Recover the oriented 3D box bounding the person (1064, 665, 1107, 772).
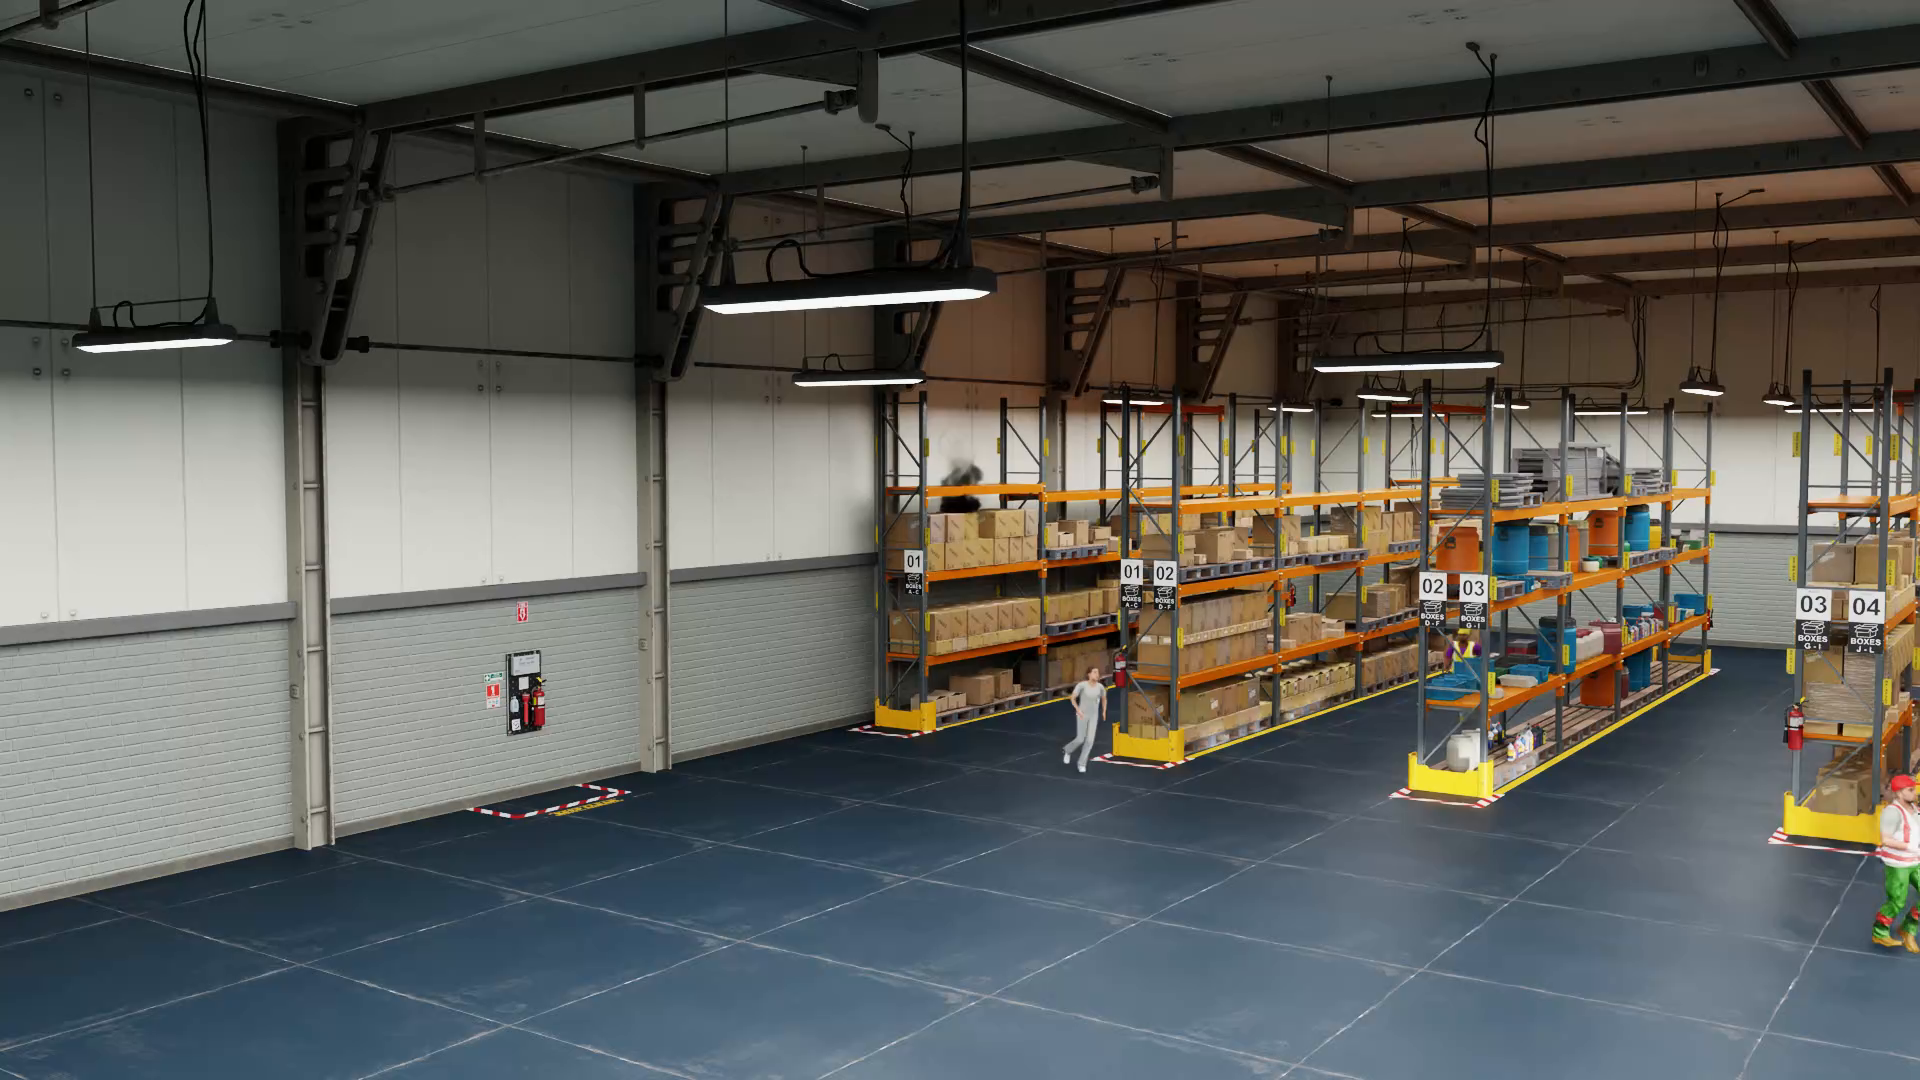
[{"bbox_3d":[1.997,2.752,25.880,0.634,1.623,0.680,-1,3,-20],"label":"person"}]

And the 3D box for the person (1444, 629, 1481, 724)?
[{"bbox_3d":[9.229,2.450,30.413,0.689,1.734,0.832,2,4,28],"label":"person"}]

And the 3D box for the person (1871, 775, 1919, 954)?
[{"bbox_3d":[9.338,3.204,16.386,0.628,1.784,0.692,-1,3,-24],"label":"person"}]
